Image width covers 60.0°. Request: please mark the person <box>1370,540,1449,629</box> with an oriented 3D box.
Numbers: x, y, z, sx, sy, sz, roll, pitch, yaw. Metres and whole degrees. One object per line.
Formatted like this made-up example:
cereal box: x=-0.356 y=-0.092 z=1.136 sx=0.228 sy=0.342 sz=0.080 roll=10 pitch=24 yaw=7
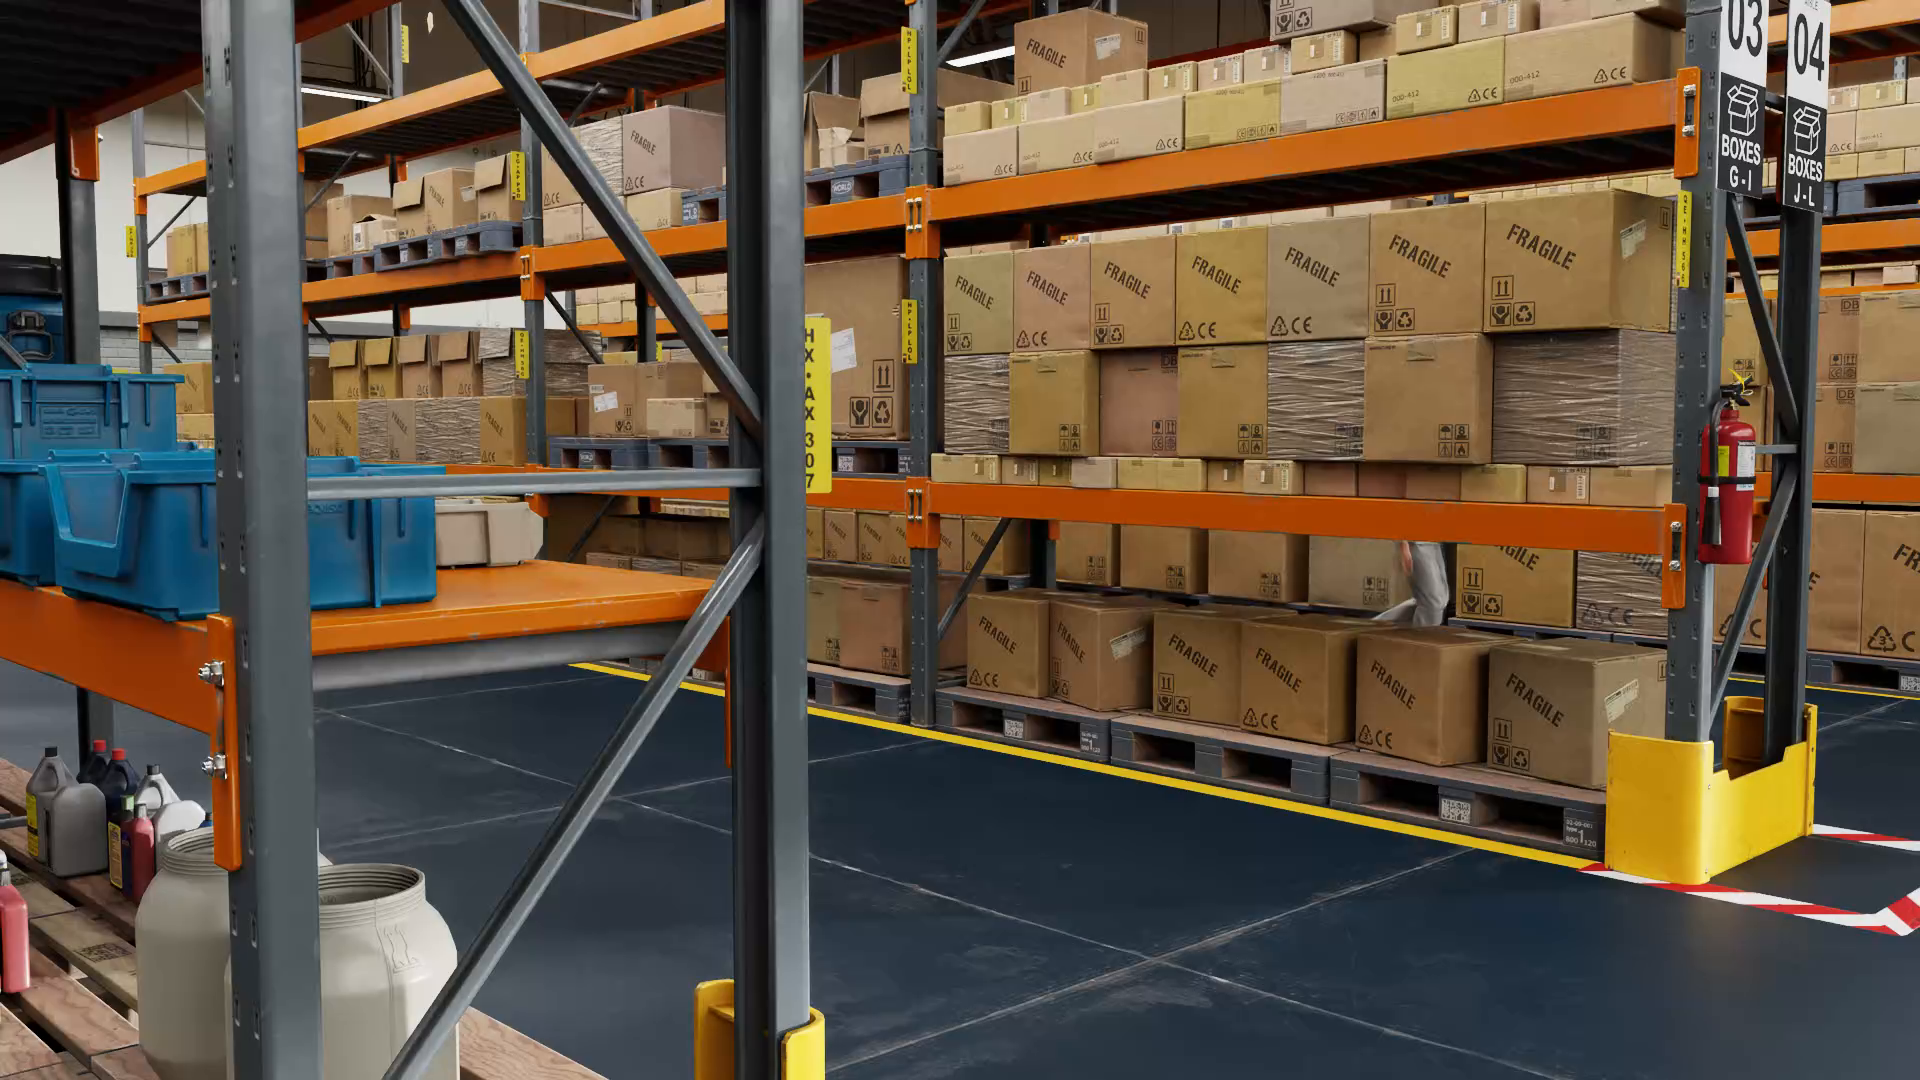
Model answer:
person: x=2.770 y=0.041 z=10.228 sx=0.675 sy=1.649 sz=0.447 roll=2 pitch=5 yaw=31
